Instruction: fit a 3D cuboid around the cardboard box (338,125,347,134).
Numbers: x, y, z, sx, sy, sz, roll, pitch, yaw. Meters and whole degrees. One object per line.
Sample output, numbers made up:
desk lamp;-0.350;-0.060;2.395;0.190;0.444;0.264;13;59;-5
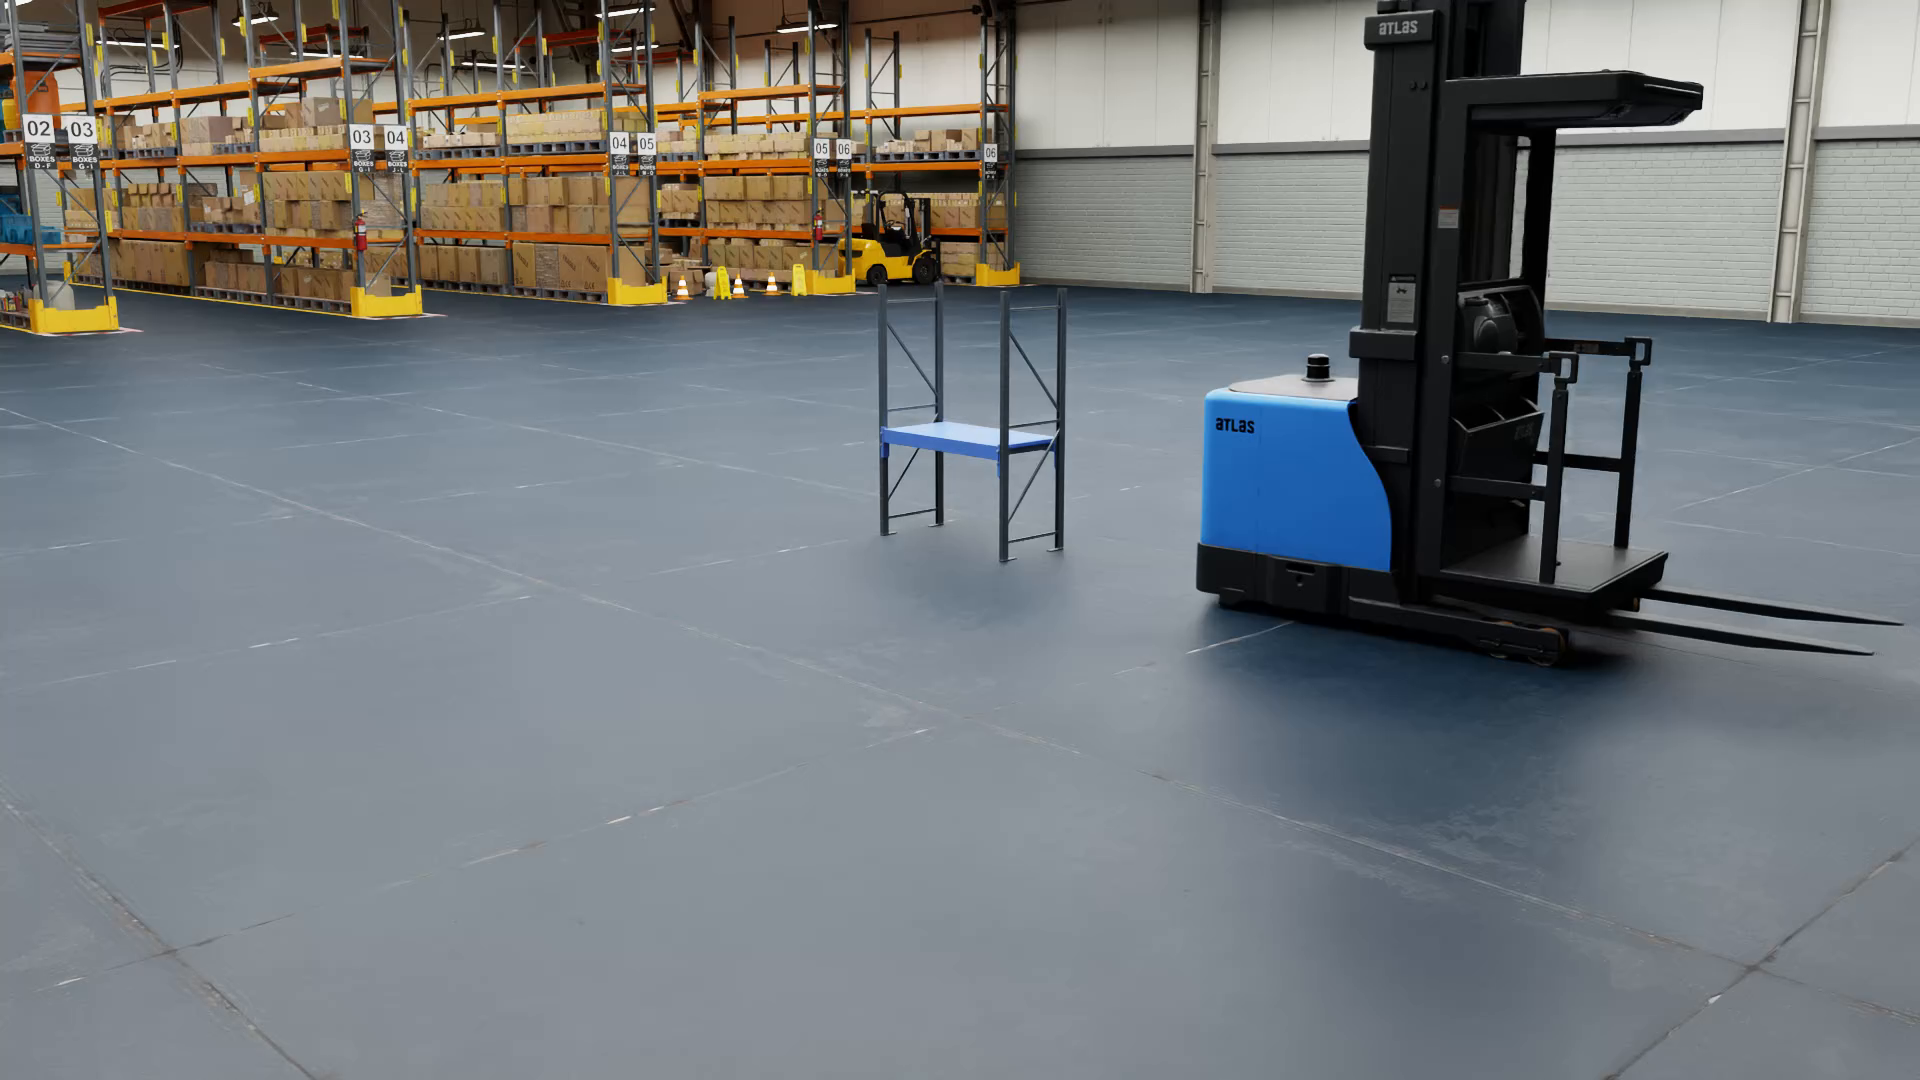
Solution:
cardboard box;-10.301;-6.951;28.168;0.380;0.149;0.250;-11;16;-43

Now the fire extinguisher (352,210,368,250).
fire extinguisher;-10.138;-5.244;28.125;0.296;0.674;0.183;-11;16;-43

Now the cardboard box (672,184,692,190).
cardboard box;-6.446;-8.181;38.552;0.250;0.149;0.380;11;16;43

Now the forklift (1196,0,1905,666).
forklift;2.652;-1.007;7.537;3.031;2.935;1.130;9;15;38

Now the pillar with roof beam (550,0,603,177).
pillar with roof beam;-14.502;-12.629;48.909;9.100;9.000;0.548;-11;16;-43

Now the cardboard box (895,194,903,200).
cardboard box;-1.353;-8.331;40.323;0.380;0.149;0.250;-10;16;-41

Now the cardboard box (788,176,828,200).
cardboard box;-3.227;-7.473;35.286;0.500;0.500;0.700;11;16;44

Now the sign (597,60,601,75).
sign;-8.640;-11.307;39.786;0.100;0.325;0.005;-11;16;-43

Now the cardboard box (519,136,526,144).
cardboard box;-8.632;-8.050;33.449;0.380;0.149;0.250;-11;16;-43

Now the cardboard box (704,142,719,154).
cardboard box;-5.373;-8.767;37.232;0.500;0.250;0.500;-11;16;-44

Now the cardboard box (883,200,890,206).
cardboard box;-1.681;-8.266;40.744;0.380;0.149;0.250;-10;16;-41

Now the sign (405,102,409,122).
sign;-9.491;-7.336;28.486;0.100;0.325;0.005;-11;16;-43

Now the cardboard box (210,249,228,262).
cardboard box;-14.924;-5.796;33.855;0.500;0.250;0.500;-10;15;-40

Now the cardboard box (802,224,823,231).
cardboard box;-3.129;-6.646;35.358;0.380;0.149;0.250;-10;15;-41

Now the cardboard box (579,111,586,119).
cardboard box;-7.053;-8.107;31.751;0.380;0.149;0.250;-11;16;-42

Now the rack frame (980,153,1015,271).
rack frame;0.871;-7.436;38.573;1.000;3.000;0.127;-11;16;-43

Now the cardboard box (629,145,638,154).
cardboard box;-7.594;-9.290;39.889;0.700;0.500;0.500;-11;16;-43

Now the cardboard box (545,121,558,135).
cardboard box;-7.805;-8.088;32.649;0.500;0.250;0.500;-11;16;-42

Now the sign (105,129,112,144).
sign;-18.571;-8.798;36.271;0.100;0.325;0.005;-11;16;-43

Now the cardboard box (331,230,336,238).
cardboard box;-10.773;-5.358;29.105;0.380;0.149;0.250;-11;16;-43

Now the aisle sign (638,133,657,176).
aisle sign;-5.961;-7.344;31.683;0.394;0.787;0.004;-11;16;-43

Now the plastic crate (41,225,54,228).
plastic crate;-15.268;-5.060;27.408;0.499;0.251;0.616;-11;16;-43

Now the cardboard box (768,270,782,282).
cardboard box;-3.821;-5.760;36.211;0.500;0.250;0.500;-11;16;-42

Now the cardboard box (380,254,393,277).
cardboard box;-13.128;-6.399;38.693;0.500;0.500;0.500;11;16;43

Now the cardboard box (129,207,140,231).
cardboard box;-17.686;-6.988;36.150;0.500;0.500;0.500;-11;16;-42

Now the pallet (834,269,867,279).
pallet;-2.428;-6.757;42.183;1.003;0.211;1.213;-11;16;-43

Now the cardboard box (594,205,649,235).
cardboard box;-6.516;-6.161;32.010;0.875;0.550;0.550;-11;16;-43

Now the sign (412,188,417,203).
sign;-12.137;-7.658;36.977;0.100;0.325;0.005;-11;16;-43

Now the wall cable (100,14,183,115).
wall cable;-22.345;-13.518;45.251;2.277;5.999;0.120;-11;16;-43

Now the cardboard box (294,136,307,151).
cardboard box;-11.446;-7.015;29.465;0.500;0.250;0.500;-11;16;-44

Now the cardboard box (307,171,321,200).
cardboard box;-11.135;-6.239;29.297;0.500;0.500;0.500;-11;16;-43

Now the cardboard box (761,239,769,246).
cardboard box;-4.112;-6.489;36.280;0.380;0.149;0.250;-10;15;-40

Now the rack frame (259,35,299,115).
rack frame;-17.276;-11.313;42.522;1.000;3.000;0.127;-11;16;-43

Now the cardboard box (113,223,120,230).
cardboard box;-18.618;-6.990;37.030;0.380;0.149;0.250;-11;16;-42

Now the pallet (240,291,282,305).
pallet;-13.185;-4.695;32.175;1.003;0.211;1.213;-11;16;-43

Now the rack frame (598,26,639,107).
rack frame;-8.241;-10.850;40.274;1.000;3.000;0.127;-11;16;-43

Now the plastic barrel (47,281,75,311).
plastic barrel;-13.976;-3.746;25.783;0.421;0.512;0.421;0;12;0

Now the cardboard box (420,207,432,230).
cardboard box;-11.636;-7.153;36.949;0.500;0.500;0.500;-11;16;-42

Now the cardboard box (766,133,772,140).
cardboard box;-3.966;-8.689;35.868;0.250;0.149;0.380;11;16;44

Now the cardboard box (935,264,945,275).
cardboard box;-0.357;-6.468;39.646;0.500;0.250;0.500;-11;16;-42

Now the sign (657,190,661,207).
sign;-5.821;-6.579;32.069;0.100;0.325;0.005;-11;16;-43

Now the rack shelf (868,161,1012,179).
rack shelf;-0.510;-8.845;39.759;1.077;0.370;4.000;-11;16;-43

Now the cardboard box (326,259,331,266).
cardboard box;-15.355;-6.822;40.878;0.250;0.149;0.380;11;16;43

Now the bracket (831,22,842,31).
bracket;-3.071;-13.131;42.423;0.235;0.232;0.430;-11;16;-43

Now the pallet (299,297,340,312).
pallet;-11.310;-4.310;30.308;1.003;0.211;1.213;-11;16;-43

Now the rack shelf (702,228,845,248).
rack shelf;-4.097;-6.684;36.702;1.077;0.370;4.000;-11;16;-43

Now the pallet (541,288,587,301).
pallet;-7.674;-4.958;33.452;1.003;0.211;1.213;-11;16;-43

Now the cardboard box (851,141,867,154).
cardboard box;-2.567;-9.772;41.408;0.500;0.311;0.500;11;16;43

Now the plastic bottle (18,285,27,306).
plastic bottle;-15.679;-4.101;27.857;0.144;0.351;0.185;-11;16;-43

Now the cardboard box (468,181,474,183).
cardboard box;-13.197;-9.727;45.358;0.250;0.149;0.380;11;16;43

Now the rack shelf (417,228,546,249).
rack shelf;-10.370;-6.563;36.116;1.077;0.370;4.000;-11;16;-43

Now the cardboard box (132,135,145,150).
cardboard box;-17.478;-8.573;35.836;0.500;0.311;0.500;11;16;43

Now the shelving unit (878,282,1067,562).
shelving unit;0.059;-0.722;9.700;0.538;1.500;1.048;-11;16;-43
